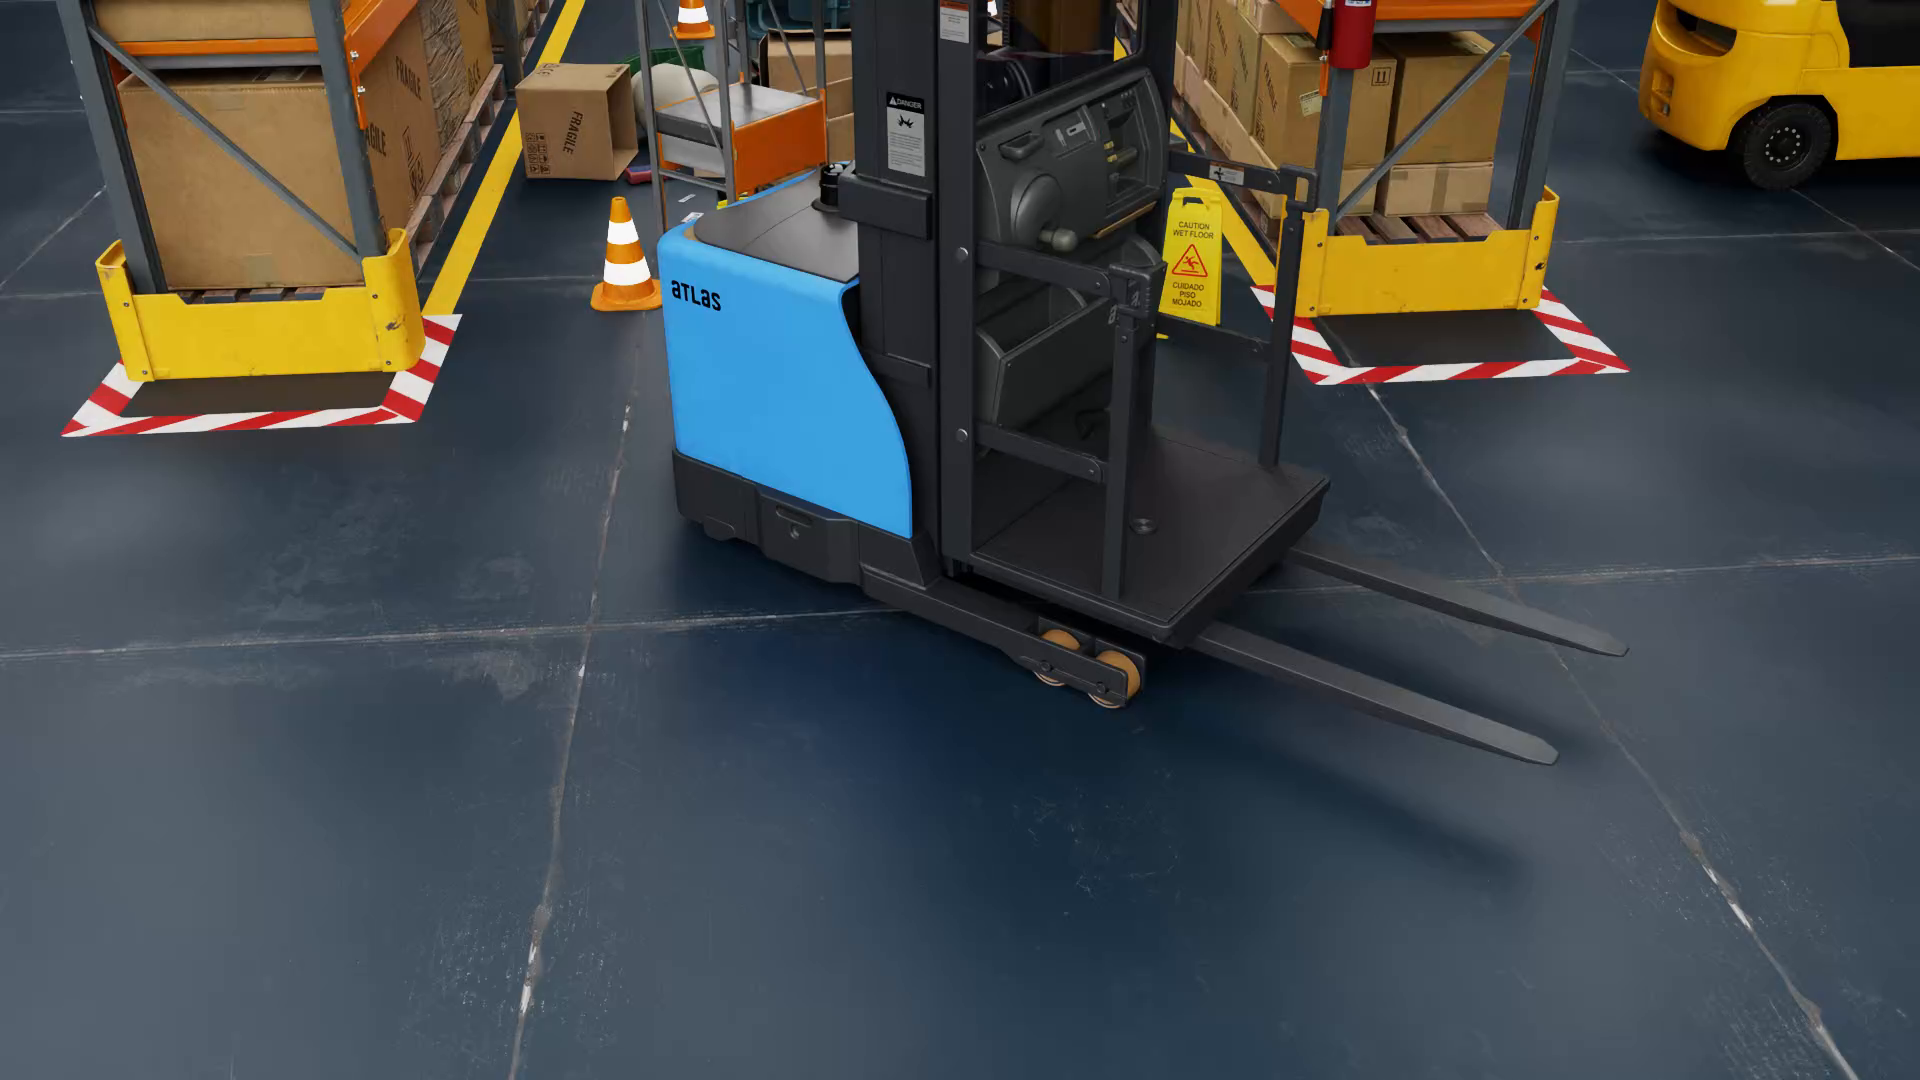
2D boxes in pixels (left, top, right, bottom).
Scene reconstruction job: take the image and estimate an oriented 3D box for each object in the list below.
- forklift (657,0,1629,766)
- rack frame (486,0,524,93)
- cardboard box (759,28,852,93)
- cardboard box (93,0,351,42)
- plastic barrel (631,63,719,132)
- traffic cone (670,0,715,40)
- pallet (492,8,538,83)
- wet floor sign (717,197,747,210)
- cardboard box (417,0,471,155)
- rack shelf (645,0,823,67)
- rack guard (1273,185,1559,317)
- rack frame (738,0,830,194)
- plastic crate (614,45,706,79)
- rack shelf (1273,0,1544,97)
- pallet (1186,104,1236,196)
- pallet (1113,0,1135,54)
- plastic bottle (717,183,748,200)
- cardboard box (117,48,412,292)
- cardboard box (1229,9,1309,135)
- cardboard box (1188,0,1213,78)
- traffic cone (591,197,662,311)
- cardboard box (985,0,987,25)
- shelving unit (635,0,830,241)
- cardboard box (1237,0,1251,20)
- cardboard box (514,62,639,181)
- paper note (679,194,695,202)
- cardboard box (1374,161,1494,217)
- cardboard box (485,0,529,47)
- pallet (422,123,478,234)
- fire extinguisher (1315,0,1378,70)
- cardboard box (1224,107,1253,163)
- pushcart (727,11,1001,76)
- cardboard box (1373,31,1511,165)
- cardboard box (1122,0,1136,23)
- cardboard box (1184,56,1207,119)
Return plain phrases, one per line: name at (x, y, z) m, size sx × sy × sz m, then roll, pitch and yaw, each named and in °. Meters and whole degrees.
forklift at (0.509, -1.072, 4.686) m, size 3.031 × 2.935 × 1.130 m, roll 20°, pitch 36°, yaw 30°
rack frame at (-3.251, -4.107, 9.701) m, size 1.000 × 3.000 × 0.127 m, roll -3°, pitch 31°, yaw -5°
cardboard box at (-0.739, -2.593, 9.468) m, size 0.797 × 0.637 × 0.503 m, roll -3°, pitch 31°, yaw -5°
cardboard box at (-2.957, -2.317, 6.557) m, size 0.875 × 0.550 × 0.550 m, roll -3°, pitch 31°, yaw -5°
plastic barrel at (-1.618, -2.495, 9.515) m, size 0.512 × 0.421 × 0.421 m, roll 20°, pitch 36°, yaw 29°
traffic cone at (-1.873, -3.775, 11.619) m, size 0.336 × 0.463 × 0.334 m, roll -3°, pitch 31°, yaw -5°
pallet at (-3.398, -3.300, 11.070) m, size 1.003 × 0.211 × 1.213 m, roll -3°, pitch 31°, yaw -5°
wet floor sign at (-0.903, -1.134, 7.020) m, size 0.267 × 0.644 × 0.232 m, roll -8°, pitch 32°, yaw -13°
cardboard box at (-3.174, -2.591, 8.825) m, size 0.875 × 0.875 × 0.875 m, roll -3°, pitch 31°, yaw -4°
rack shelf at (-0.784, -1.941, 5.612) m, size 0.431 × 0.518 × 0.480 m, roll 21°, pitch 37°, yaw 31°
rack guard at (2.034, -1.319, 7.471) m, size 1.175 × 0.500 × 0.348 m, roll -3°, pitch 31°, yaw -5°
rack frame at (-0.638, -1.451, 6.131) m, size 0.400 × 2.100 × 0.015 m, roll 21°, pitch 37°, yaw 31°
plastic crate at (-1.931, -2.899, 10.364) m, size 0.450 × 0.188 × 0.662 m, roll 4°, pitch 30°, yaw 26°
rack shelf at (1.855, -3.066, 8.659) m, size 1.077 × 0.370 × 4.000 m, roll -3°, pitch 31°, yaw -5°
pallet at (1.883, -2.233, 9.283) m, size 1.003 × 0.211 × 1.213 m, roll -3°, pitch 31°, yaw -5°
pallet at (1.594, -3.596, 11.565) m, size 1.003 × 0.211 × 1.213 m, roll -3°, pitch 31°, yaw -5°
plastic bottle at (-1.195, -1.829, 8.753) m, size 0.133 × 0.061 × 0.283 m, roll -14°, pitch 33°, yaw -22°
cardboard box at (-3.007, -1.676, 7.294) m, size 0.875 × 0.875 × 0.875 m, roll -3°, pitch 31°, yaw -4°
cardboard box at (1.655, -2.338, 8.280) m, size 0.500 × 0.500 × 0.500 m, roll -2°, pitch 31°, yaw -3°
cardboard box at (1.563, -2.866, 9.164) m, size 0.500 × 0.500 × 0.500 m, roll -1°, pitch 31°, yaw -2°
traffic cone at (-1.513, -1.315, 7.500) m, size 0.336 × 0.463 × 0.334 m, roll -3°, pitch 31°, yaw -5°
cardboard box at (-0.102, -3.547, 10.463) m, size 0.500 × 0.500 × 0.500 m, roll -3°, pitch 31°, yaw -5°
shelving unit at (-0.784, -1.351, 5.962) m, size 0.431 × 2.100 × 0.503 m, roll 21°, pitch 37°, yaw 31°
cardboard box at (1.585, -2.663, 8.192) m, size 0.380 × 0.149 × 0.250 m, roll -2°, pitch 31°, yaw -4°
cardboard box at (-2.084, -2.292, 9.097) m, size 0.500 × 0.500 × 0.500 m, roll 2°, pitch 31°, yaw 4°
paper note at (-1.437, -1.799, 8.752) m, size 0.032 × 0.001 × 0.123 m, roll 13°, pitch 33°, yaw 21°
cardboard box at (2.241, -1.779, 8.075) m, size 0.500 × 0.250 × 0.500 m, roll -3°, pitch 31°, yaw -5°
cardboard box at (-3.399, -3.634, 10.694) m, size 1.050 × 0.750 × 0.750 m, roll -3°, pitch 31°, yaw -5°
pallet at (-3.141, -1.894, 8.715) m, size 1.003 × 0.211 × 1.213 m, roll -3°, pitch 31°, yaw -5°
fire extinguisher at (1.593, -2.240, 6.650) m, size 0.296 × 0.674 × 0.183 m, roll -3°, pitch 31°, yaw -5°
cardboard box at (1.658, -2.018, 8.476) m, size 0.500 × 0.250 × 0.500 m, roll -3°, pitch 31°, yaw -4°
pushcart at (-0.598, -3.135, 10.631) m, size 1.648 × 0.377 × 0.936 m, roll -14°, pitch 33°, yaw -22°
cardboard box at (2.239, -2.113, 7.902) m, size 0.500 × 0.500 × 0.500 m, roll -4°, pitch 31°, yaw -6°
cardboard box at (1.616, -3.716, 11.199) m, size 0.950 × 0.372 × 0.625 m, roll -2°, pitch 31°, yaw -4°
cardboard box at (1.567, -2.539, 9.347) m, size 0.500 × 0.250 × 0.500 m, roll -3°, pitch 31°, yaw -5°
